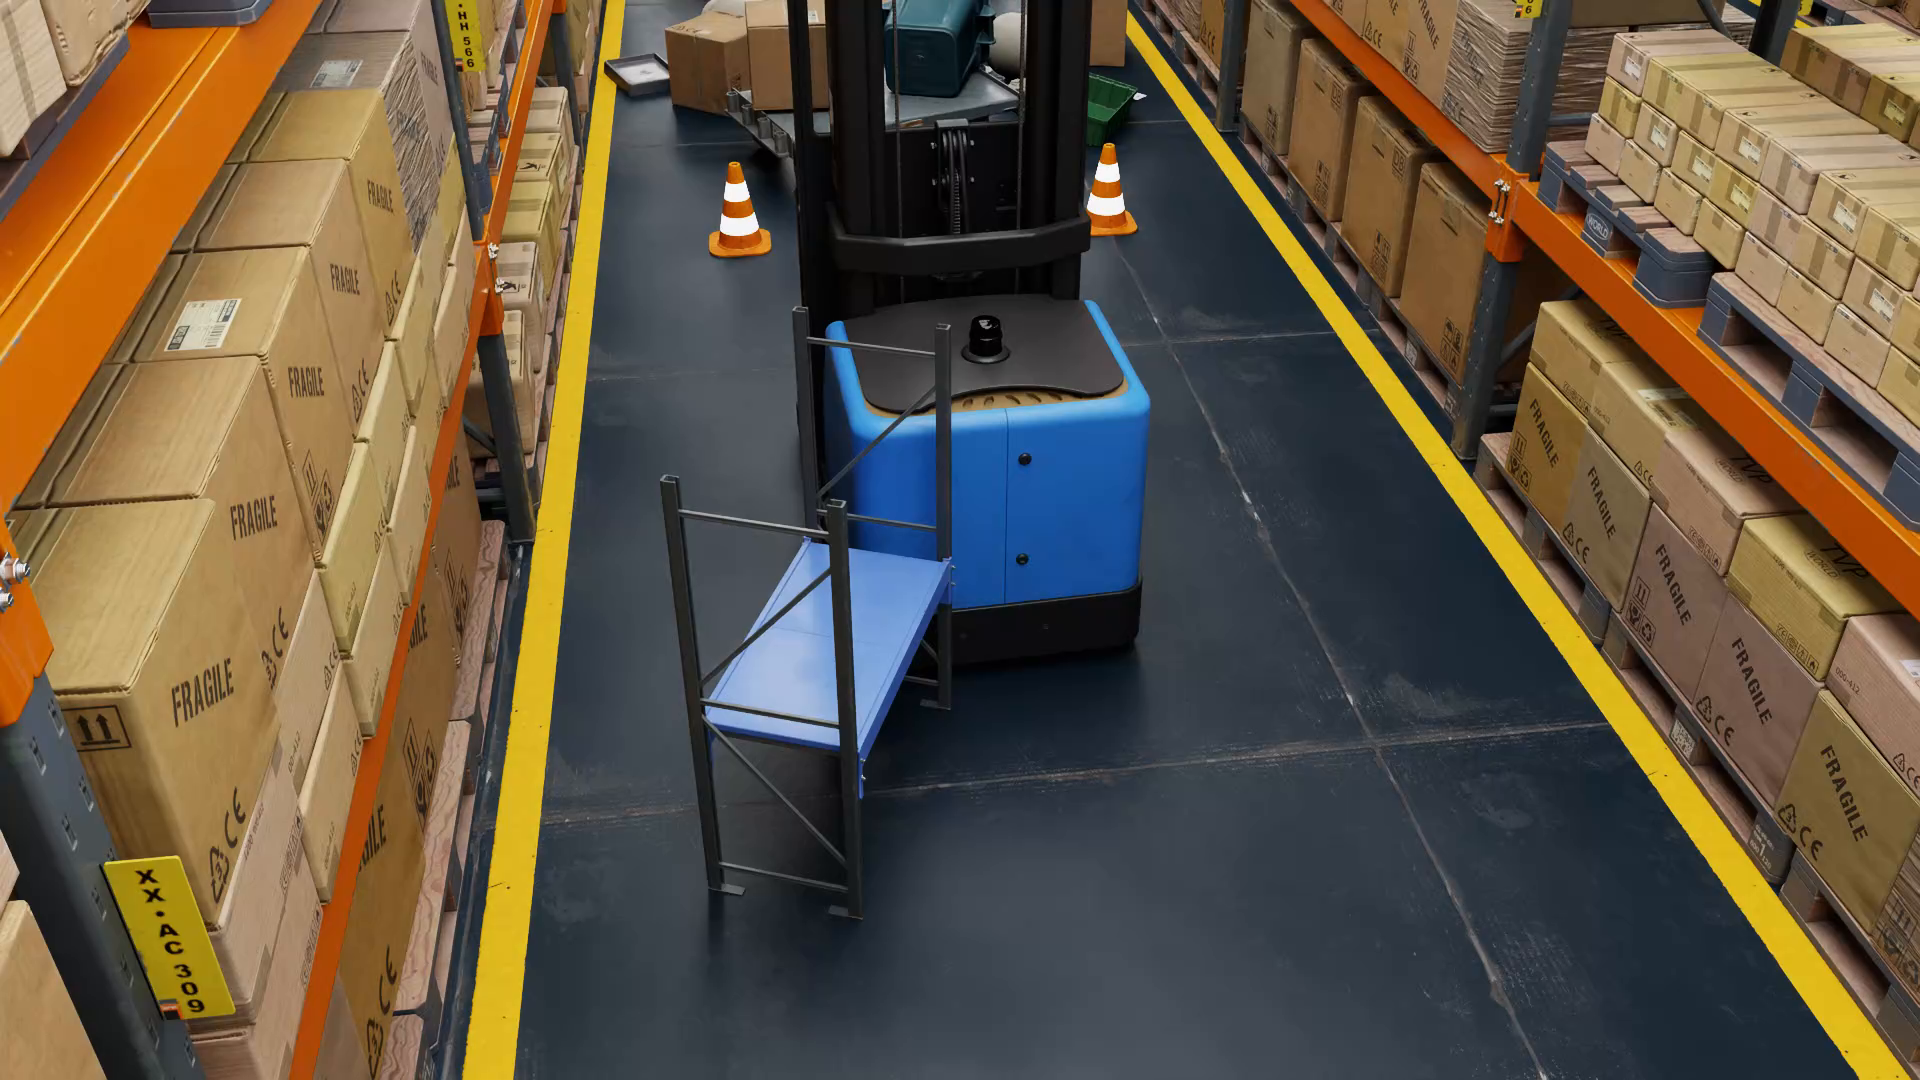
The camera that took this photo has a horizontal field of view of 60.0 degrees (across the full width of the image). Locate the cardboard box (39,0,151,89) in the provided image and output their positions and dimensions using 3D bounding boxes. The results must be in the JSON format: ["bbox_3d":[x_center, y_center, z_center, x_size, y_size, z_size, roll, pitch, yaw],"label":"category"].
[{"bbox_3d":[-1.517,-0.956,2.364,0.500,0.500,0.500,-5,35,-7],"label":"cardboard box"}]

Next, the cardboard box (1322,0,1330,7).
[{"bbox_3d":[2.067,-3.050,8.473,0.500,0.500,0.500,-5,35,-7],"label":"cardboard box"}]

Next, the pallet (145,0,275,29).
[{"bbox_3d":[-1.932,-1.403,3.649,1.003,0.211,1.213,-3,34,-4],"label":"pallet"}]

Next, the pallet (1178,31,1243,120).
[{"bbox_3d":[2.105,-3.162,11.202,1.003,0.211,1.213,-4,35,-6],"label":"pallet"}]

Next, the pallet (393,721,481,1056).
[{"bbox_3d":[-2.032,1.057,5.011,1.003,0.211,1.213,-4,35,-6],"label":"pallet"}]

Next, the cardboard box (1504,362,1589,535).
[{"bbox_3d":[2.510,-0.378,6.488,0.500,0.500,0.500,-6,35,-8],"label":"cardboard box"}]

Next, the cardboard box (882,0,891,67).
[{"bbox_3d":[-0.421,-3.399,11.171,0.797,0.637,0.503,-4,35,-6],"label":"cardboard box"}]

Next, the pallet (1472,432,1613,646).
[{"bbox_3d":[2.771,-0.063,6.655,1.003,0.211,1.213,-4,35,-6],"label":"pallet"}]

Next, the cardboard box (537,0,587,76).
[{"bbox_3d":[-2.574,-3.149,10.110,0.500,0.500,0.500,-3,34,-4],"label":"cardboard box"}]

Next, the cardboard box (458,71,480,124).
[{"bbox_3d":[-2.055,-1.827,6.041,0.500,0.500,0.500,-5,35,-8],"label":"cardboard box"}]

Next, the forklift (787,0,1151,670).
[{"bbox_3d":[-0.114,-1.560,6.437,1.130,2.935,3.031,-6,35,-9],"label":"forklift"}]

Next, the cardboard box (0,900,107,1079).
[{"bbox_3d":[-1.349,0.800,1.936,0.500,0.500,0.500,-5,35,-7],"label":"cardboard box"}]

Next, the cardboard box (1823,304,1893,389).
[{"bbox_3d":[2.741,-0.571,4.775,0.380,0.149,0.250,-5,35,-8],"label":"cardboard box"}]

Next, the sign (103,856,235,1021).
[{"bbox_3d":[-1.136,0.579,2.398,0.100,0.325,0.005,-4,35,-6],"label":"sign"}]

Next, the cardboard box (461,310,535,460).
[{"bbox_3d":[-2.290,-0.624,6.962,0.950,0.372,0.625,-7,35,-10],"label":"cardboard box"}]

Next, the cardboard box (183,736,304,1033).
[{"bbox_3d":[-1.466,0.600,2.895,0.500,0.250,0.500,-5,35,-8],"label":"cardboard box"}]

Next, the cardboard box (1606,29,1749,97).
[{"bbox_3d":[2.538,-1.692,5.891,0.380,0.149,0.250,-4,35,-6],"label":"cardboard box"}]

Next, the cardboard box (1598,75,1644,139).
[{"bbox_3d":[2.533,-1.559,5.961,0.380,0.149,0.250,-3,34,-4],"label":"cardboard box"}]

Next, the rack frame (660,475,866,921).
[{"bbox_3d":[-0.534,0.493,4.694,0.500,1.500,0.032,9,35,12],"label":"rack frame"}]

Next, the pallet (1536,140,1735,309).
[{"bbox_3d":[2.869,-1.183,5.992,1.213,0.211,1.003,-4,35,-6],"label":"pallet"}]

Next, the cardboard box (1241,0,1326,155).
[{"bbox_3d":[2.302,-2.788,9.802,1.050,0.750,0.750,-5,35,-7],"label":"cardboard box"}]

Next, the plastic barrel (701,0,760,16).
[{"bbox_3d":[-1.522,-3.582,11.630,0.512,0.421,0.421,20,39,26],"label":"plastic barrel"}]

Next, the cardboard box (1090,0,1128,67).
[{"bbox_3d":[0.904,-3.640,11.646,0.500,0.500,0.500,1,34,2],"label":"cardboard box"}]

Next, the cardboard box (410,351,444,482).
[{"bbox_3d":[-1.763,-0.330,4.703,0.500,0.250,0.500,-5,35,-7],"label":"cardboard box"}]

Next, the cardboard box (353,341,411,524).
[{"bbox_3d":[-1.675,-0.254,4.148,0.500,0.250,0.500,-5,35,-8],"label":"cardboard box"}]

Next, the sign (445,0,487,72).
[{"bbox_3d":[-1.675,-1.743,5.615,0.100,0.325,0.005,-4,35,-6],"label":"sign"}]

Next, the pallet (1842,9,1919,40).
[{"bbox_3d":[6.933,-3.423,11.585,1.003,0.211,1.213,-4,35,-6],"label":"pallet"}]

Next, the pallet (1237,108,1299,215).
[{"bbox_3d":[2.308,-2.306,9.947,1.003,0.211,1.213,-4,35,-6],"label":"pallet"}]

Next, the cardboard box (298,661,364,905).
[{"bbox_3d":[-1.555,0.520,3.457,0.500,0.250,0.500,-5,35,-8],"label":"cardboard box"}]

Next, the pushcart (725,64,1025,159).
[{"bbox_3d":[-0.510,-2.569,10.185,1.648,0.377,0.936,-16,38,-23],"label":"pushcart"}]

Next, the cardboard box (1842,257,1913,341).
[{"bbox_3d":[2.748,-0.690,4.686,0.380,0.149,0.250,-3,34,-5],"label":"cardboard box"}]

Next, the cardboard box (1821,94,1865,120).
[{"bbox_3d":[3.223,-1.454,5.806,0.380,0.149,0.250,-3,34,-5],"label":"cardboard box"}]

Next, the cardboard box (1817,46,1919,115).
[{"bbox_3d":[3.219,-1.588,5.738,0.380,0.149,0.250,-5,35,-7],"label":"cardboard box"}]

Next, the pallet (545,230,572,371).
[{"bbox_3d":[-2.489,-1.183,8.299,1.003,0.211,1.213,-4,35,-6],"label":"pallet"}]

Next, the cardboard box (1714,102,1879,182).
[{"bbox_3d":[2.640,-1.260,5.257,0.380,0.149,0.250,-6,35,-8],"label":"cardboard box"}]

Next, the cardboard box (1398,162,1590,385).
[{"bbox_3d":[2.675,-1.242,7.534,1.050,0.750,0.750,-5,35,-7],"label":"cardboard box"}]

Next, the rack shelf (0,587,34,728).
[{"bbox_3d":[-1.417,1.186,0.322,1.077,0.370,4.000,-4,35,-6],"label":"rack shelf"}]

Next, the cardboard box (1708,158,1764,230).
[{"bbox_3d":[2.645,-1.119,5.314,0.380,0.149,0.250,-4,35,-6],"label":"cardboard box"}]

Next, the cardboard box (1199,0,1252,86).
[{"bbox_3d":[2.114,-3.535,10.788,0.875,0.875,0.875,-4,34,-6],"label":"cardboard box"}]

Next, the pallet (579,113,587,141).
[{"bbox_3d":[-2.887,-2.672,10.484,1.003,0.211,1.213,-4,35,-6],"label":"pallet"}]

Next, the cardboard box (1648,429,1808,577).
[{"bbox_3d":[2.642,-0.139,5.471,0.500,0.250,0.500,-4,34,-6],"label":"cardboard box"}]

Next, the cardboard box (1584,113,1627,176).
[{"bbox_3d":[2.527,-1.456,6.073,0.380,0.149,0.250,-5,35,-7],"label":"cardboard box"}]

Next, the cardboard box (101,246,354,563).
[{"bbox_3d":[-1.621,-0.272,3.509,0.500,0.500,0.500,-5,35,-8],"label":"cardboard box"}]

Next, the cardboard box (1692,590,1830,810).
[{"bbox_3d":[2.723,0.473,5.239,0.500,0.500,0.500,-5,35,-7],"label":"cardboard box"}]

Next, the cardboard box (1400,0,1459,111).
[{"bbox_3d":[2.275,-2.202,7.229,0.500,0.500,0.500,-4,35,-6],"label":"cardboard box"}]

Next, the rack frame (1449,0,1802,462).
[{"bbox_3d":[2.667,-1.652,6.510,1.000,3.000,0.127,-4,35,-6],"label":"rack frame"}]

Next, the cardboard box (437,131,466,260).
[{"bbox_3d":[-1.907,-1.114,5.410,0.500,0.250,0.500,-4,35,-7],"label":"cardboard box"}]

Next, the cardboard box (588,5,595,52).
[{"bbox_3d":[-2.731,-3.432,11.192,0.500,0.250,0.500,-5,35,-7],"label":"cardboard box"}]

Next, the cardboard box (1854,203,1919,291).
[{"bbox_3d":[2.746,-0.822,4.614,0.380,0.149,0.250,-5,35,-7],"label":"cardboard box"}]

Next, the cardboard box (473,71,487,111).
[{"bbox_3d":[-2.079,-1.802,6.581,0.380,0.149,0.250,-7,35,-9],"label":"cardboard box"}]

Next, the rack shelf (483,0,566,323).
[{"bbox_3d":[-2.493,-2.039,7.717,1.077,0.370,4.000,-4,35,-6],"label":"rack shelf"}]

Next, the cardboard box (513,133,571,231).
[{"bbox_3d":[-2.589,-1.847,8.757,0.950,0.372,0.625,-2,34,-3],"label":"cardboard box"}]

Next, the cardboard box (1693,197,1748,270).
[{"bbox_3d":[2.638,-1.006,5.412,0.380,0.149,0.250,-3,34,-4],"label":"cardboard box"}]

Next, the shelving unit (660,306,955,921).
[{"bbox_3d":[-0.403,0.217,5.100,0.538,1.500,1.048,9,35,12],"label":"shelving unit"}]

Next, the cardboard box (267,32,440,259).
[{"bbox_3d":[-1.818,-1.120,4.754,0.500,0.500,0.500,-4,34,-6],"label":"cardboard box"}]

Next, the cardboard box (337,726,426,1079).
[{"bbox_3d":[-1.978,0.873,4.319,0.875,0.875,0.875,-3,34,-5],"label":"cardboard box"}]

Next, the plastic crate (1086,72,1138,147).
[{"bbox_3d":[0.808,-2.743,10.558,0.450,0.188,0.662,21,39,12],"label":"plastic crate"}]
